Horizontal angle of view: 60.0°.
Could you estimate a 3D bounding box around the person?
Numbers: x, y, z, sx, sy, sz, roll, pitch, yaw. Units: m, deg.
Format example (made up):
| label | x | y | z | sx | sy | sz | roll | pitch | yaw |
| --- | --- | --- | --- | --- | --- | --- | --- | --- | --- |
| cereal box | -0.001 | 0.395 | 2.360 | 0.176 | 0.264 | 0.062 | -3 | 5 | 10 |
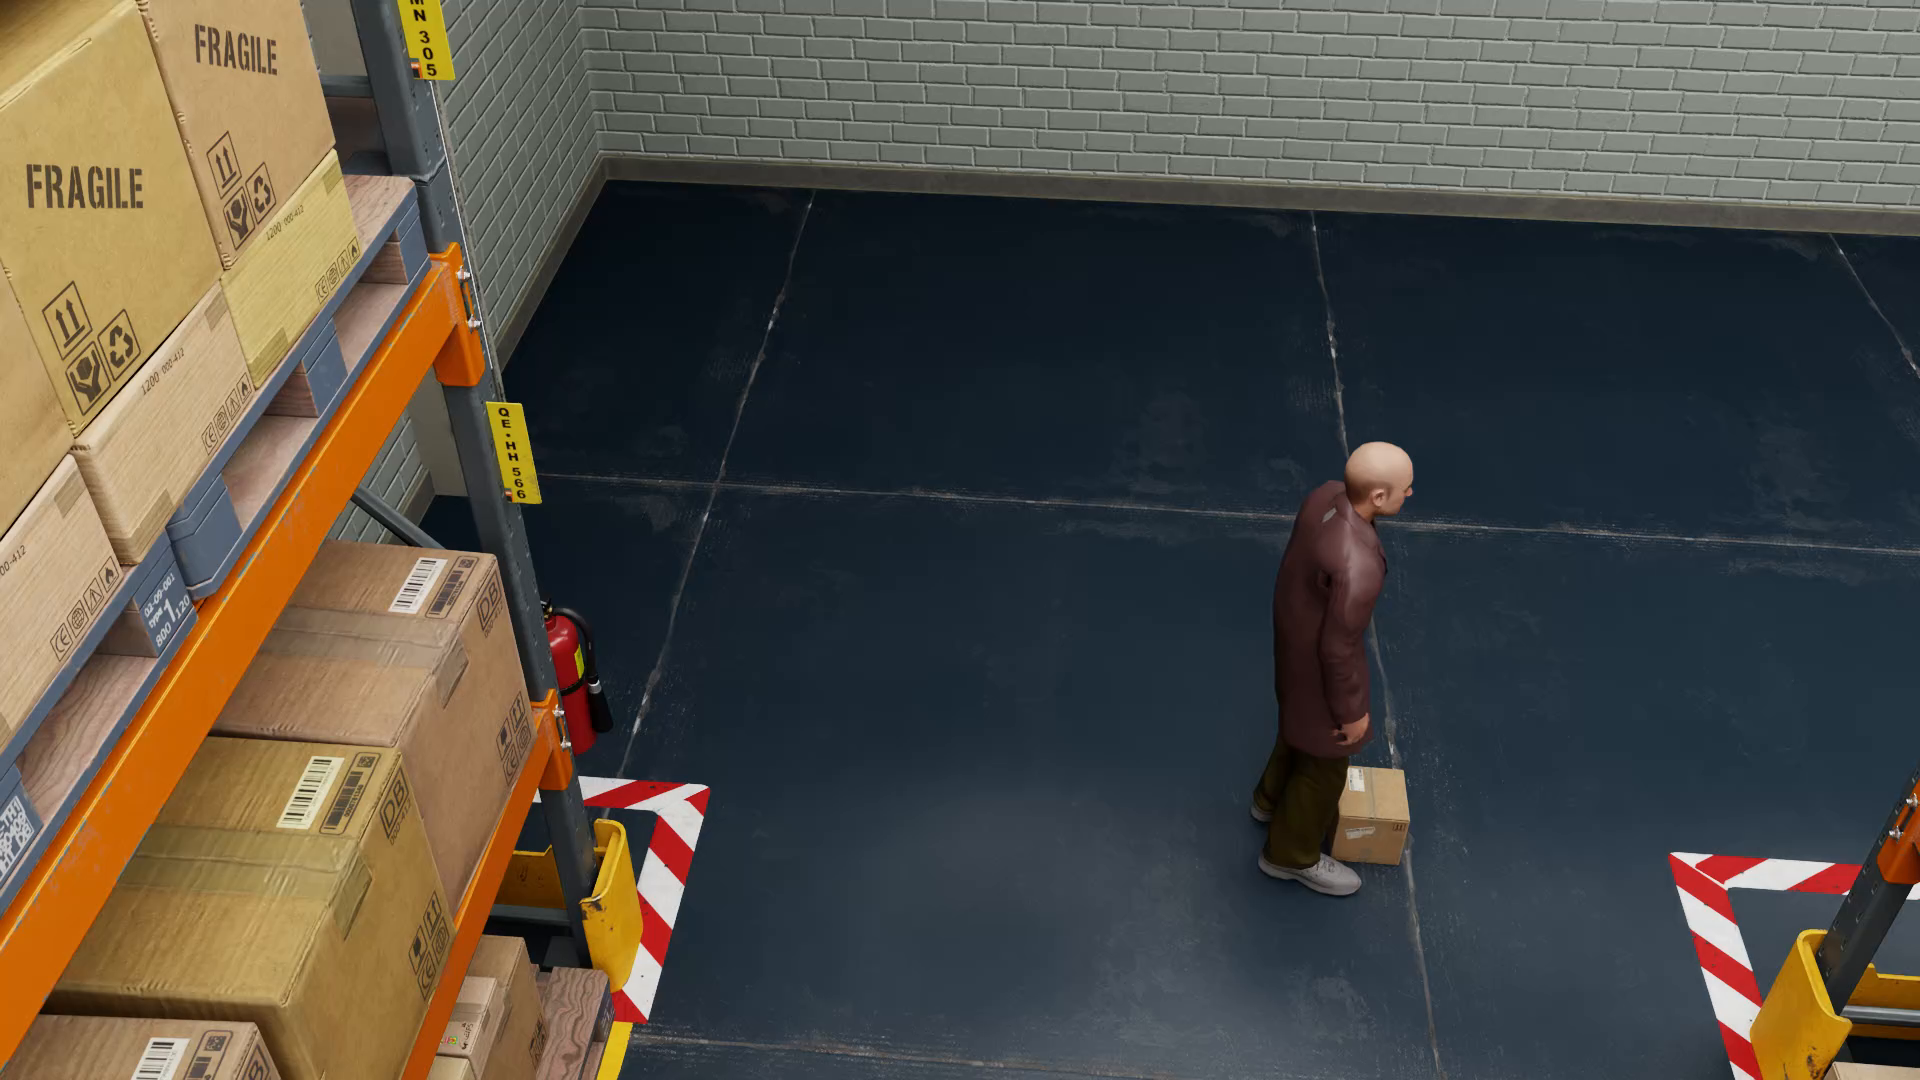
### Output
| label | x | y | z | sx | sy | sz | roll | pitch | yaw |
| --- | --- | --- | --- | --- | --- | --- | --- | --- | --- |
| person | 1.258 | 0.409 | 5.671 | 0.419 | 1.775 | 0.655 | 1 | 40 | 2 |
